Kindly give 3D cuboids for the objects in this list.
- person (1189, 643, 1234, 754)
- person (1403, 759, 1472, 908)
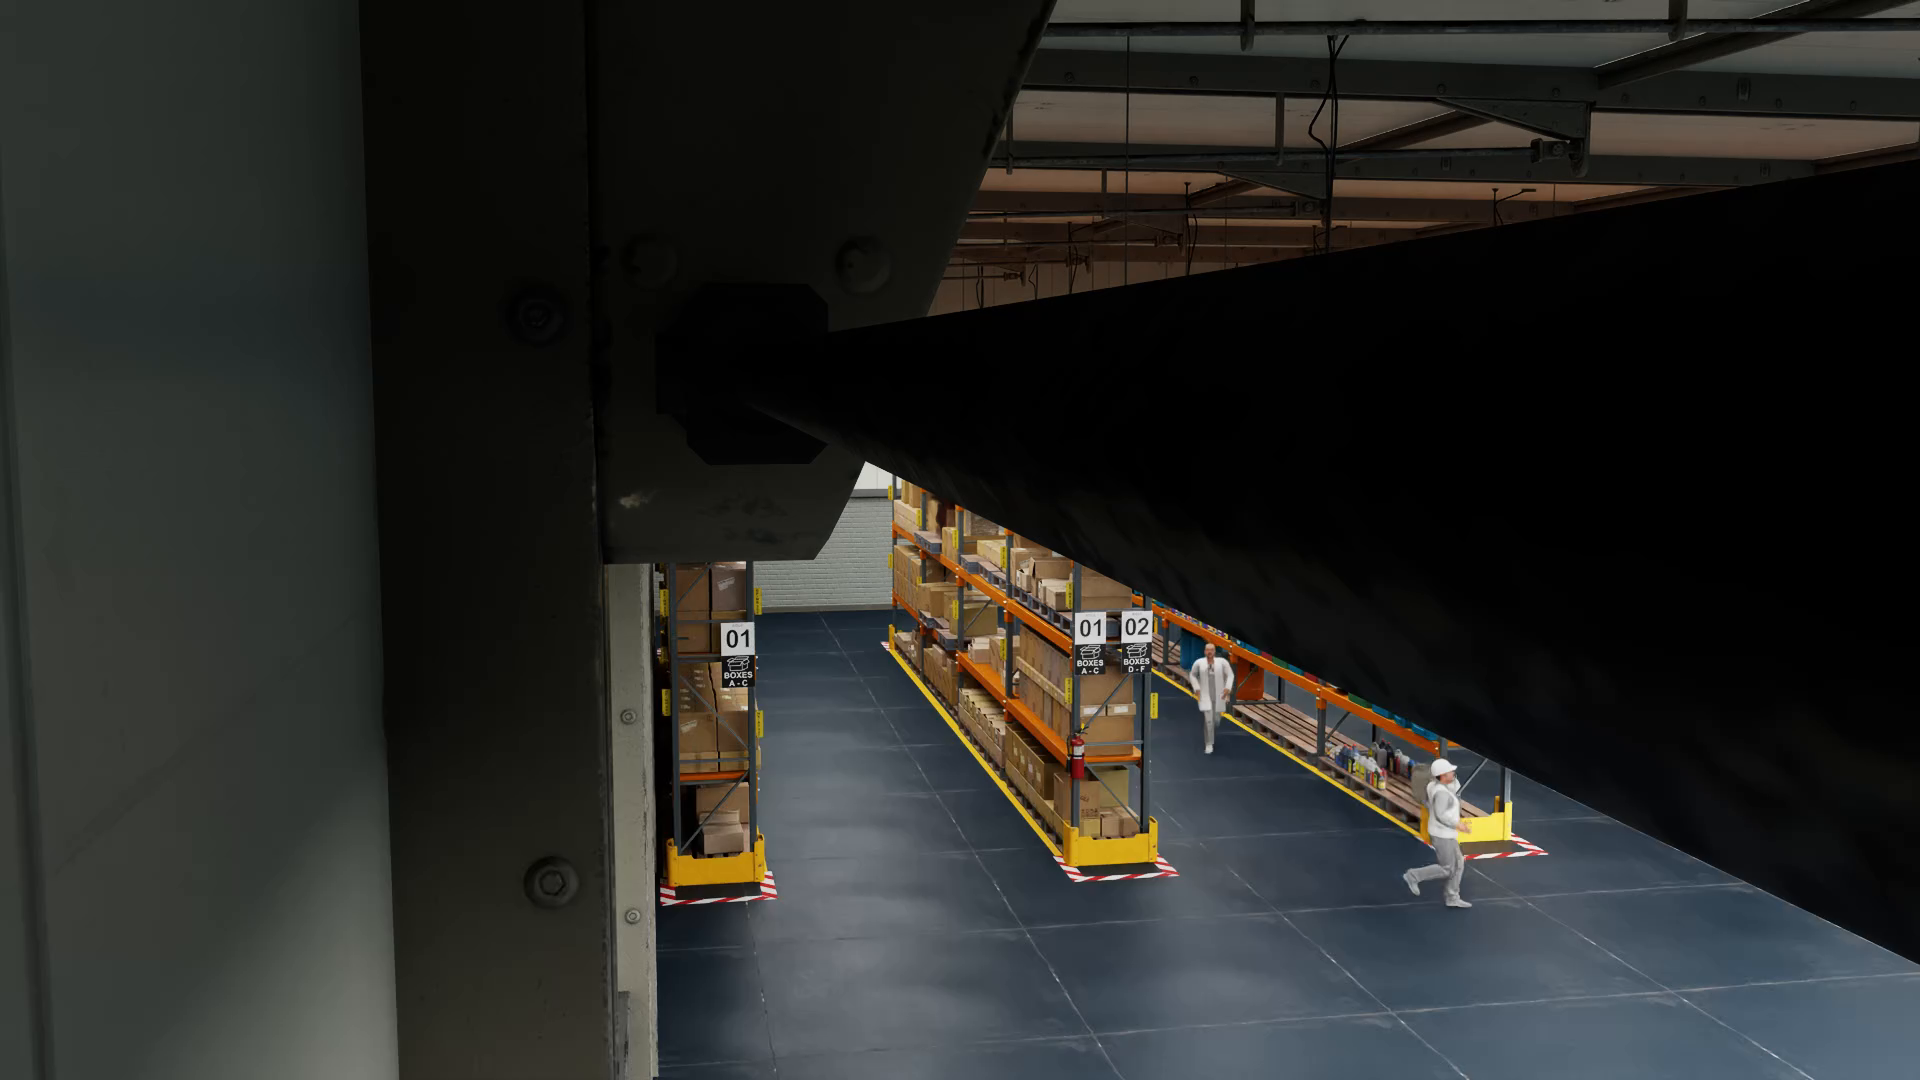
[{"bbox_3d":[4.090,2.543,27.102,0.719,1.776,0.748,1,6,5],"label":"person"},{"bbox_3d":[5.542,3.397,19.234,0.801,1.755,0.635,1,6,10],"label":"person"}]
